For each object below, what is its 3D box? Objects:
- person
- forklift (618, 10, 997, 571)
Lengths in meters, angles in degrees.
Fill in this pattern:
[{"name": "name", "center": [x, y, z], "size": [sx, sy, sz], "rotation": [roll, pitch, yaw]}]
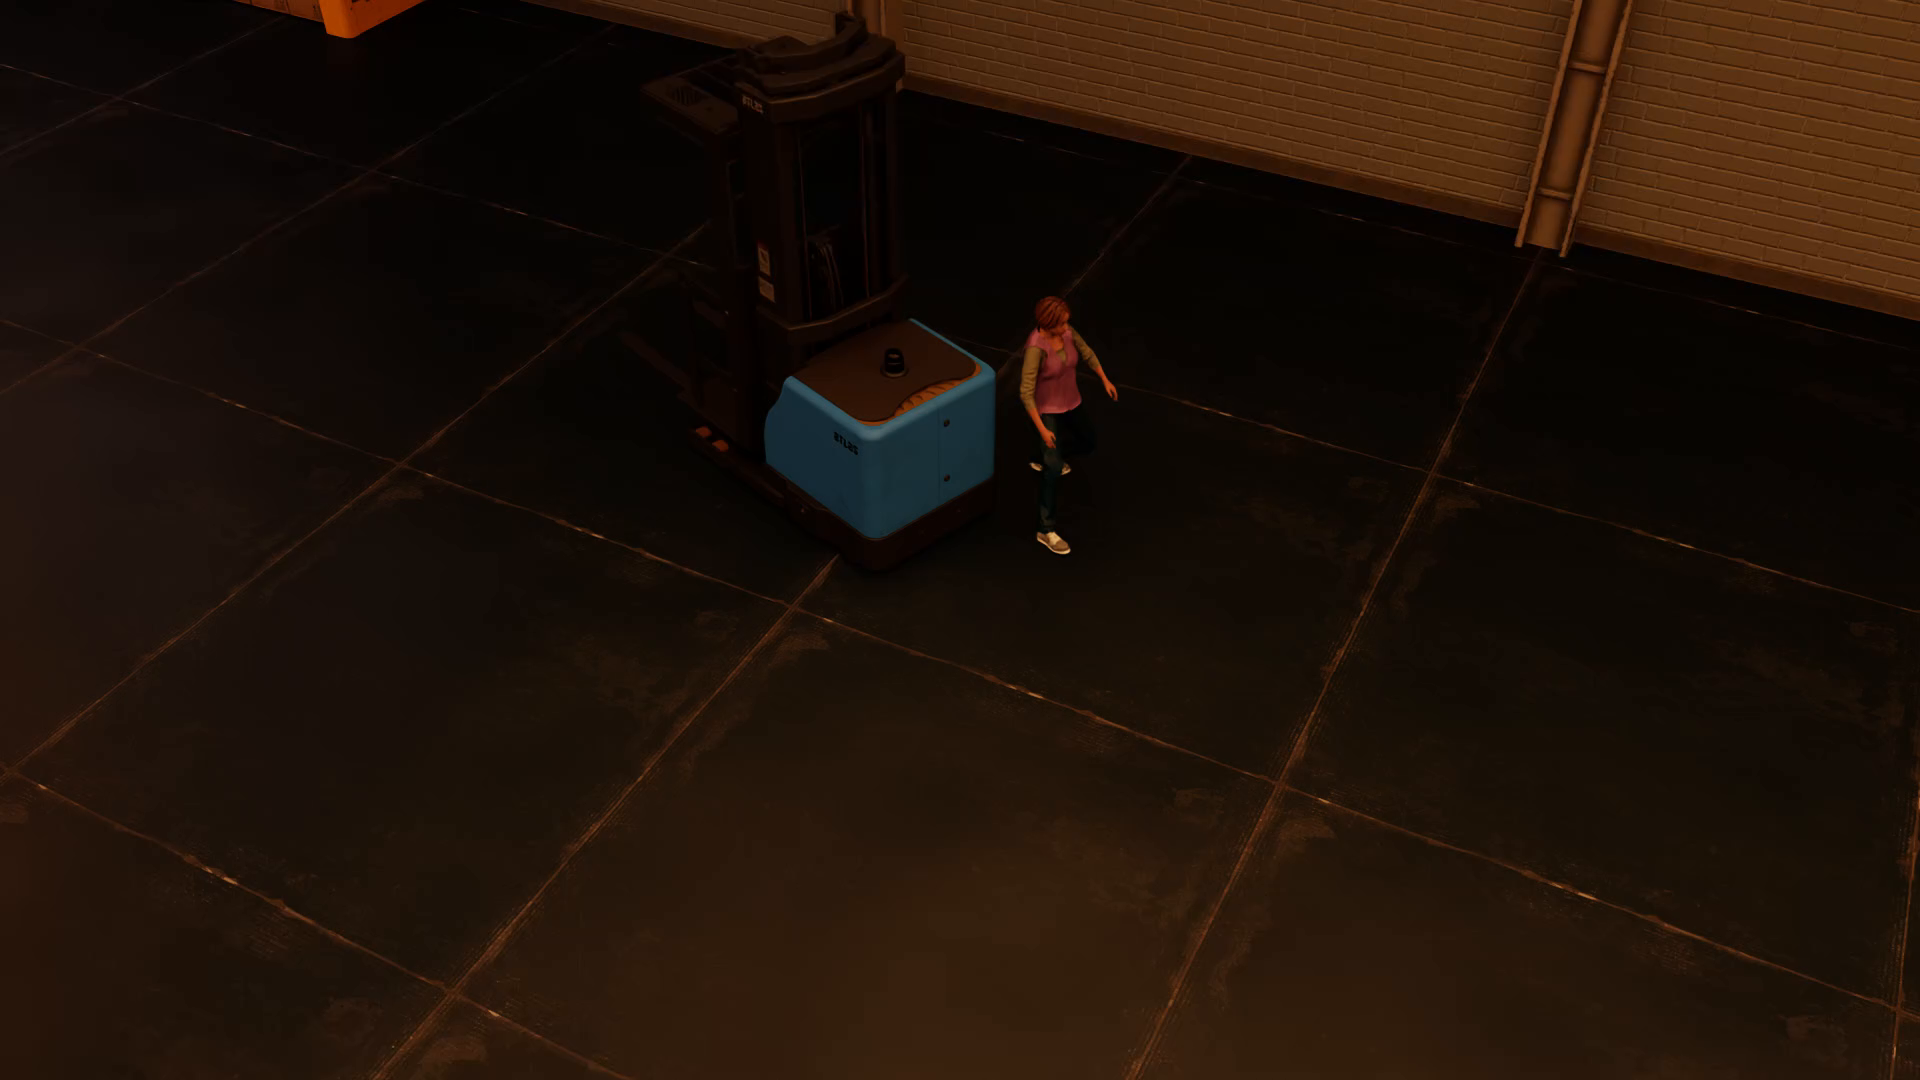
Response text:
[{"name": "person", "center": [0.636, -0.776, 10.038], "size": [0.743, 1.458, 0.742], "rotation": [-32, 50, -32]}, {"name": "forklift", "center": [-1.132, -1.804, 10.128], "size": [1.130, 2.935, 3.031], "rotation": [-30, 49, -31]}]
